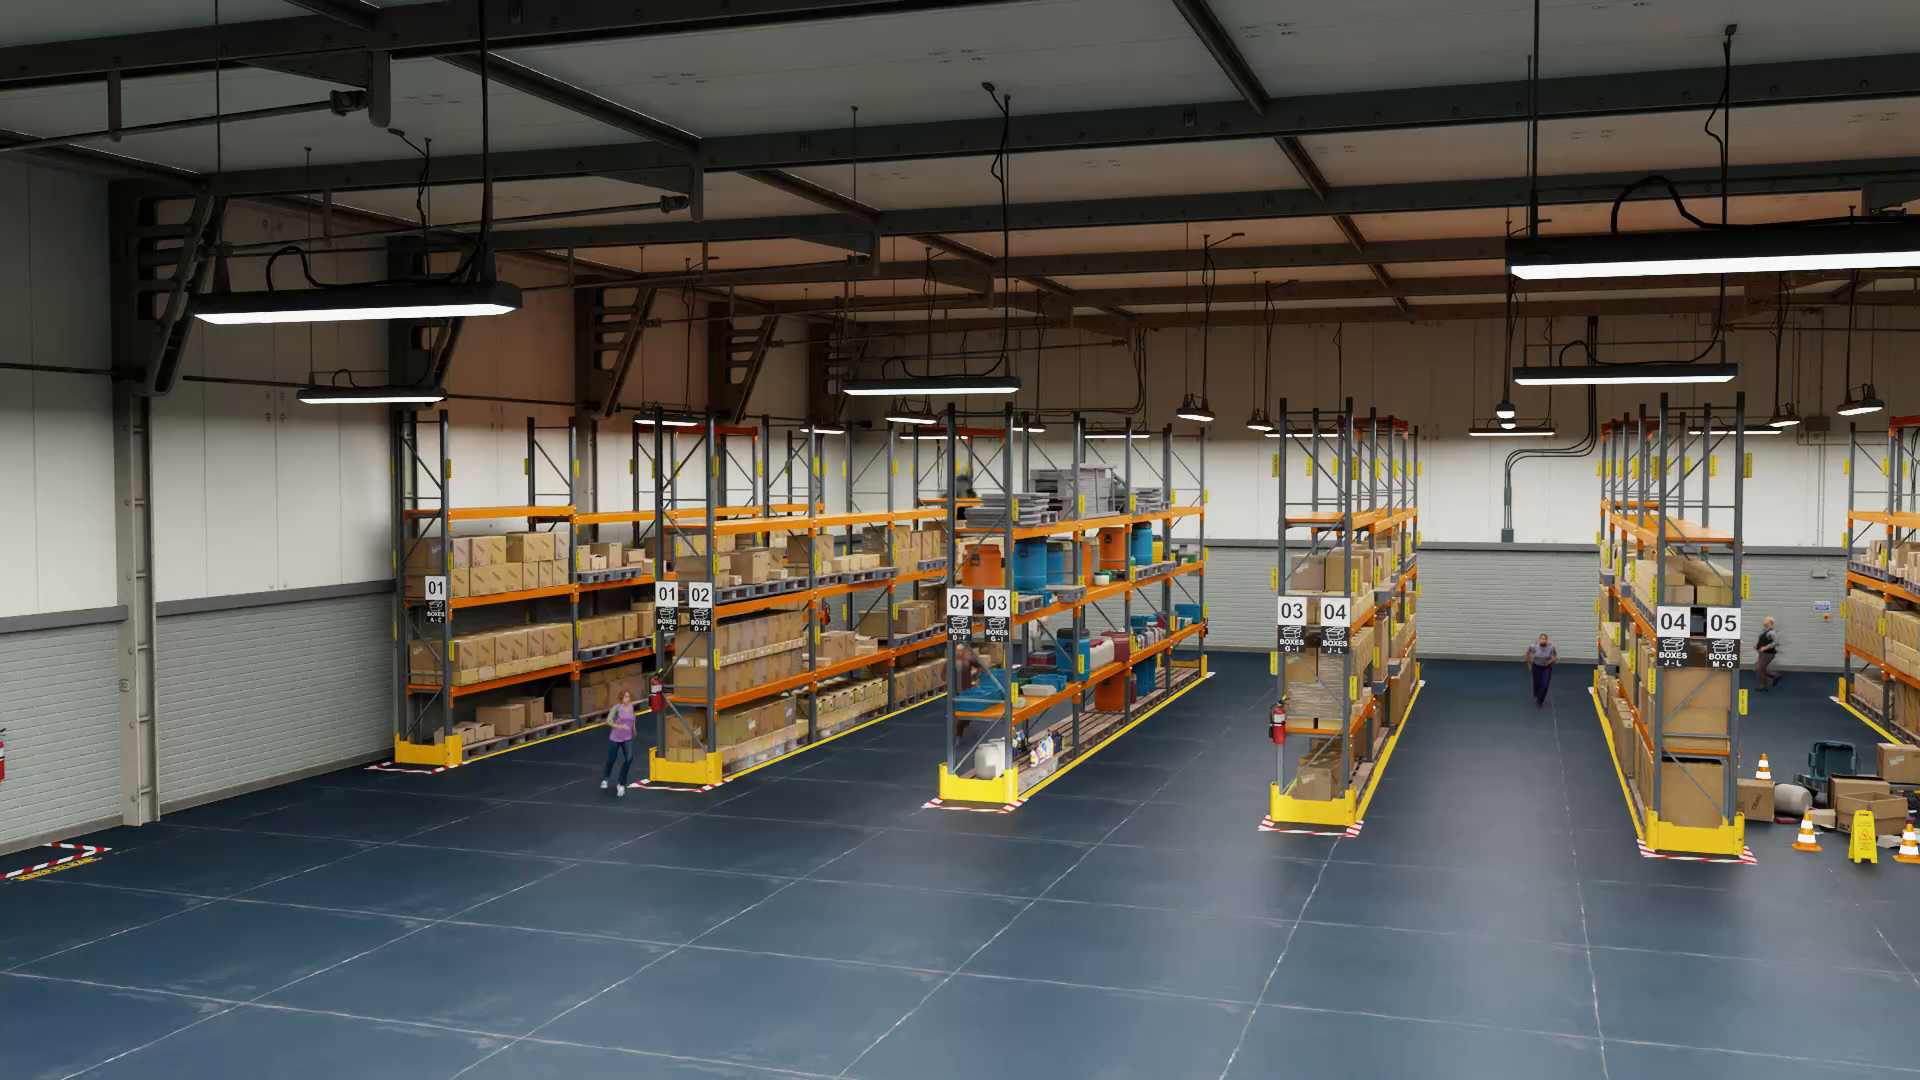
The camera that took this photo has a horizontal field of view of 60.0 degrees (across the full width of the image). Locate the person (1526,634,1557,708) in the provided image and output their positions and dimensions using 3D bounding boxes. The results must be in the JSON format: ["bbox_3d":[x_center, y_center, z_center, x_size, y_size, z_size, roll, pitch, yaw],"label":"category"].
[{"bbox_3d":[12.197,2.749,34.872,0.596,1.567,0.690,0,2,11],"label":"person"}]

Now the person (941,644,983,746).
[{"bbox_3d":[0.024,2.824,30.532,0.742,1.836,1.008,1,3,14],"label":"person"}]

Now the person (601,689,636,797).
[{"bbox_3d":[-5.241,3.111,25.707,0.584,1.619,0.696,-2,3,-36],"label":"person"}]

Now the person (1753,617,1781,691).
[{"bbox_3d":[18.181,2.564,37.375,0.625,1.671,0.661,0,2,7],"label":"person"}]

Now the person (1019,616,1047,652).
[{"bbox_3d":[1.677,2.213,38.333,0.673,1.803,0.858,0,2,7],"label":"person"}]
